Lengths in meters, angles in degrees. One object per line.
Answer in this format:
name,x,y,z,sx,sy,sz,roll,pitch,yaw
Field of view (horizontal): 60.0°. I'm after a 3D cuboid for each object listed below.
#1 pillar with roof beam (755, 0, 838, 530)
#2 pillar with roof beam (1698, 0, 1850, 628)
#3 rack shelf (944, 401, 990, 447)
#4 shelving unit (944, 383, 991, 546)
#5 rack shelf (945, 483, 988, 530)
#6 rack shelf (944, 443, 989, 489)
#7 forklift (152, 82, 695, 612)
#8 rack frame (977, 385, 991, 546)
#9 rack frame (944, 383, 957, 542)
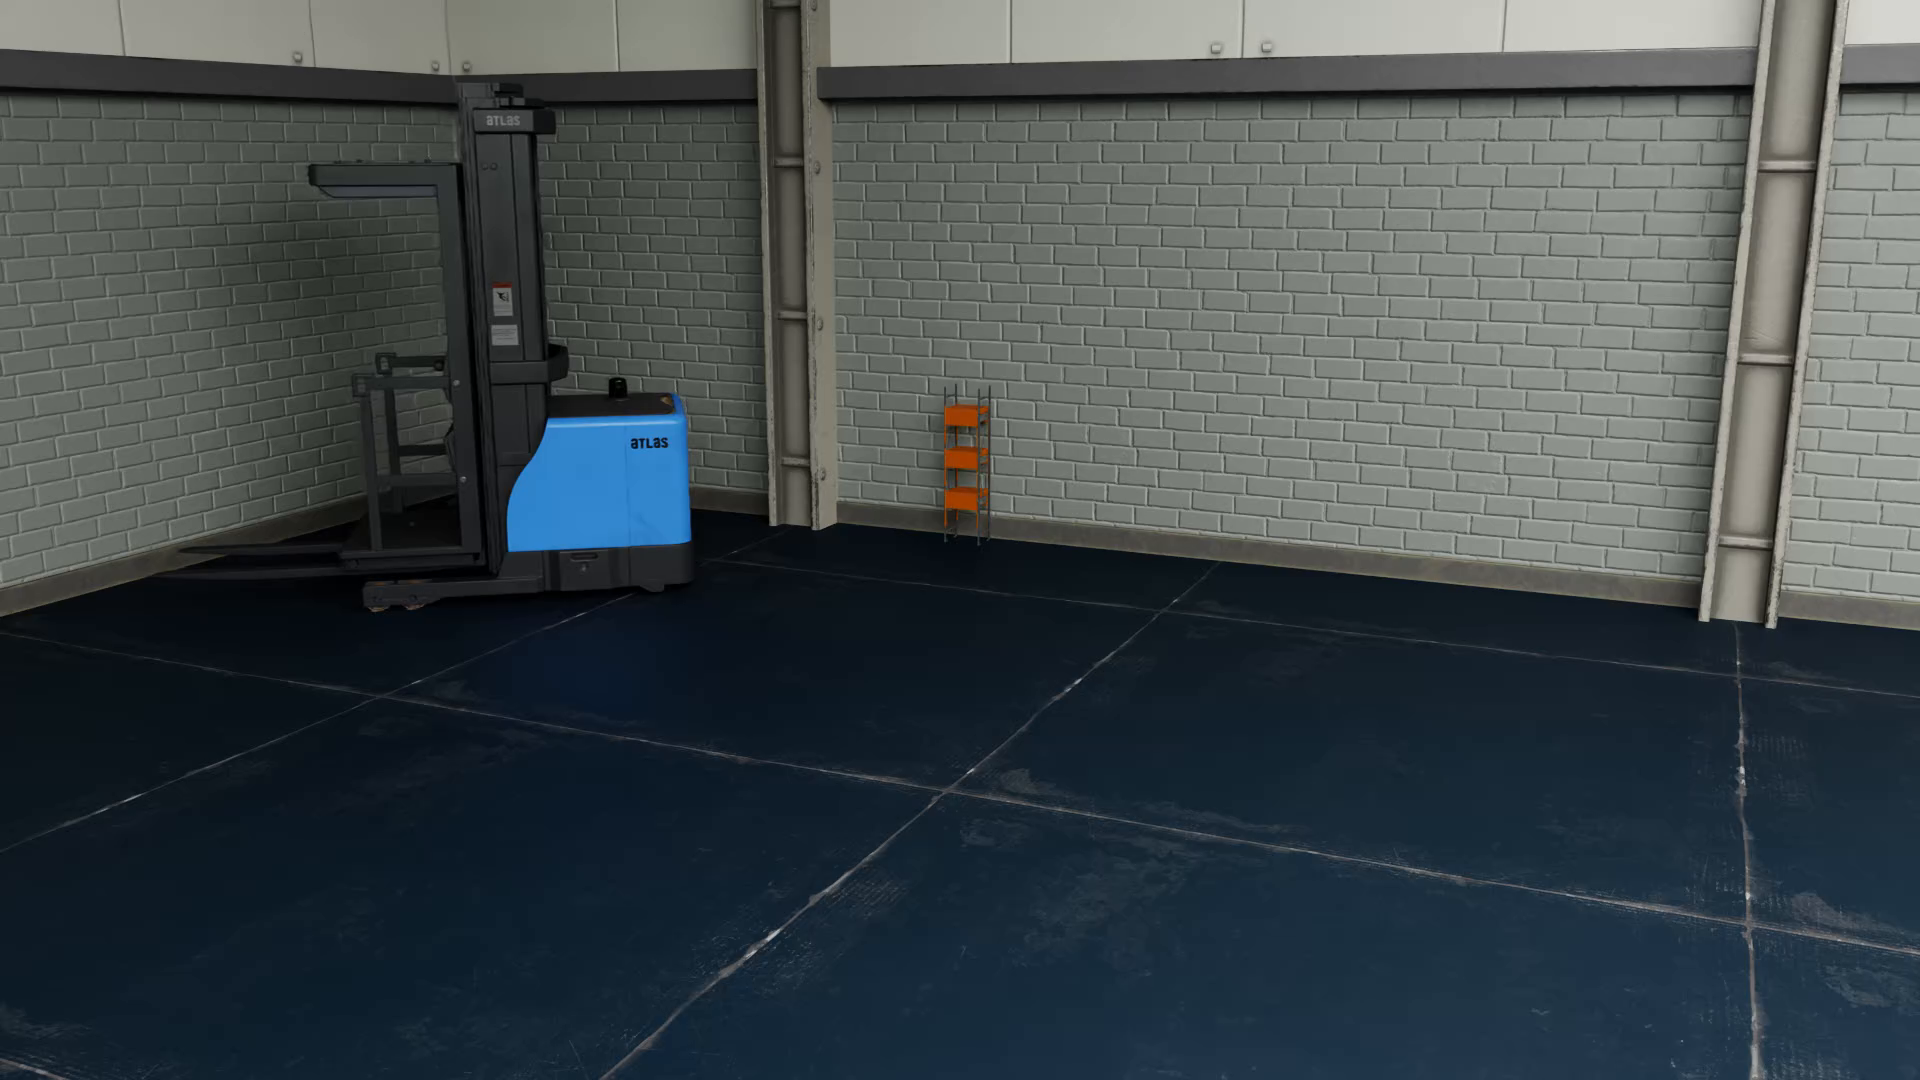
pillar with roof beam,-2.847,-3.599,6.893,0.400,9.000,9.100,6,14,23
pillar with roof beam,2.639,-3.044,4.527,0.400,9.000,9.100,6,14,23
rack shelf,0.049,-0.772,11.051,0.240,0.259,0.215,6,14,23
shelving unit,0.049,-0.506,11.114,0.252,1.050,0.215,6,14,23
rack shelf,0.049,-0.225,11.180,0.240,0.259,0.215,6,14,23
rack shelf,0.049,-0.496,11.116,0.240,0.259,0.215,6,14,23
forklift,-3.155,-1.149,9.735,3.031,2.935,1.130,-3,13,-11
rack frame,0.160,-0.495,11.066,0.008,1.050,0.200,6,14,23
rack frame,-0.063,-0.517,11.162,0.008,1.050,0.200,6,14,23
